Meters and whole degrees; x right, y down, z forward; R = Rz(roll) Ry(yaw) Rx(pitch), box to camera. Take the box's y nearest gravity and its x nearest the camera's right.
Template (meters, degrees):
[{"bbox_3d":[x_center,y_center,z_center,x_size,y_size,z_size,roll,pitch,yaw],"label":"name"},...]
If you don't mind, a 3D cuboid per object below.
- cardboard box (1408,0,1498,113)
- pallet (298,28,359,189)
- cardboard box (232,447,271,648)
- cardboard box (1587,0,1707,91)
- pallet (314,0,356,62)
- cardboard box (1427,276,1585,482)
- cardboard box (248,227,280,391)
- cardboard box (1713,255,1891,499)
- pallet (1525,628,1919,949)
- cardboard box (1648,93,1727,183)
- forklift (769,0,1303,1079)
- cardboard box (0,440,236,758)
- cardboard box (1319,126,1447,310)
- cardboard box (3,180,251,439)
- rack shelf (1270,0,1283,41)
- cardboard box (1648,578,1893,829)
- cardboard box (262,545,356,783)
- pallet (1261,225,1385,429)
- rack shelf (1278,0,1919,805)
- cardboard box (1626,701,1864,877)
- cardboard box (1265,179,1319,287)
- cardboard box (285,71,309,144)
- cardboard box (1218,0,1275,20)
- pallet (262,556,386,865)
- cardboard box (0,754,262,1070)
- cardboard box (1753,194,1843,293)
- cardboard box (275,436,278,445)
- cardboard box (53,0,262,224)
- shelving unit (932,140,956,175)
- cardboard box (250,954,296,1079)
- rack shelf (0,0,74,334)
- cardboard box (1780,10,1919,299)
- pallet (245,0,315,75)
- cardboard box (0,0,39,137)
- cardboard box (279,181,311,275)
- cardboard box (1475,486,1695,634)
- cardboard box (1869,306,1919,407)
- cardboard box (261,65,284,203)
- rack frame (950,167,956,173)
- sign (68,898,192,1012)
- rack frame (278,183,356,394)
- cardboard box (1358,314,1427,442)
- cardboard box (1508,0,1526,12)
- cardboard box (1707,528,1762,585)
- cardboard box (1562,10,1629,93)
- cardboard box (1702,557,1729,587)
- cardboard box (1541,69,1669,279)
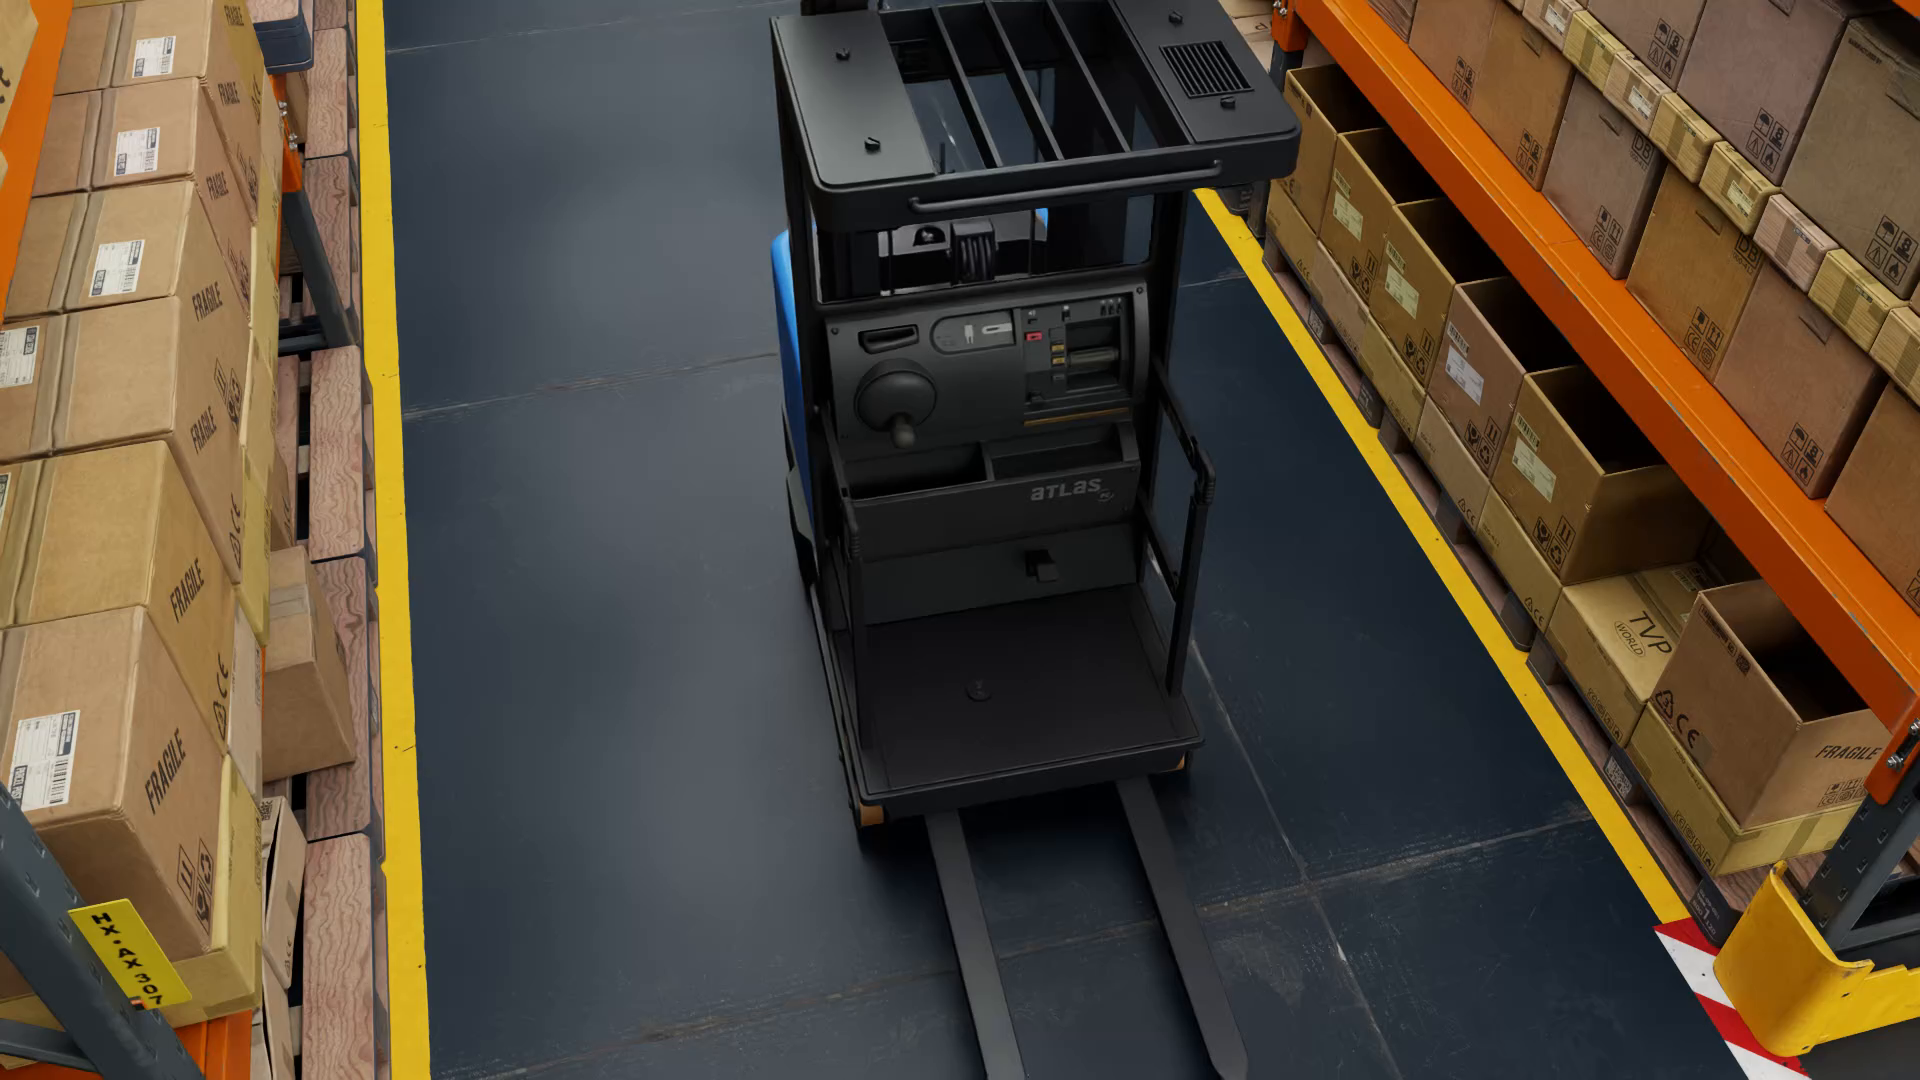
[{"bbox_3d":[2.082,-1.920,5.962,0.700,0.500,0.500,-11,47,-11],"label":"cardboard box"},{"bbox_3d":[-3.483,-2.050,8.112,1.003,0.211,1.213,-11,47,-10],"label":"pallet"},{"bbox_3d":[-2.032,0.058,4.184,0.500,0.250,0.500,-11,47,-11],"label":"cardboard box"},{"bbox_3d":[2.326,-1.698,4.835,0.700,0.500,0.500,-11,47,-10],"label":"cardboard box"},{"bbox_3d":[-3.792,-2.891,8.935,1.003,0.211,1.213,-11,47,-10],"label":"pallet"},{"bbox_3d":[2.023,-0.588,5.832,0.500,0.500,0.500,-11,47,-10],"label":"cardboard box"},{"bbox_3d":[-2.289,-0.638,4.866,0.500,0.250,0.500,-11,47,-11],"label":"cardboard box"},{"bbox_3d":[2.599,-0.513,4.583,0.700,0.500,0.500,-10,46,-9],"label":"cardboard box"},{"bbox_3d":[2.609,0.664,5.452,1.003,0.211,1.213,-11,47,-10],"label":"pallet"},{"bbox_3d":[2.230,-1.177,4.779,0.380,0.149,0.250,-10,46,-9],"label":"cardboard box"},{"bbox_3d":[0.135,-0.408,4.598,1.130,2.935,3.031,-9,46,-9],"label":"forklift"},{"bbox_3d":[-1.891,0.172,3.547,0.500,0.500,0.500,-11,47,-10],"label":"cardboard box"},{"bbox_3d":[1.773,-1.279,6.510,0.500,0.500,0.500,-11,47,-10],"label":"cardboard box"},{"bbox_3d":[-2.161,-0.540,4.245,0.500,0.500,0.500,-9,46,-9],"label":"cardboard box"},{"bbox_3d":[1.309,-3.683,8.262,1.077,0.370,4.000,-11,47,-10],"label":"rack shelf"},{"bbox_3d":[2.420,0.445,4.820,0.500,0.500,0.500,-11,47,-10],"label":"cardboard box"},{"bbox_3d":[-2.318,0.434,5.167,0.700,0.500,0.500,-13,47,-13],"label":"cardboard box"},{"bbox_3d":[1.984,-1.021,7.103,1.003,0.211,1.213,-11,47,-10],"label":"pallet"},{"bbox_3d":[2.333,-0.921,5.556,1.077,0.370,4.000,-11,47,-10],"label":"rack shelf"},{"bbox_3d":[2.422,0.707,5.088,0.500,0.250,0.500,-11,47,-10],"label":"cardboard box"},{"bbox_3d":[1.647,-1.363,7.116,0.500,0.250,0.500,-11,47,-10],"label":"cardboard box"},{"bbox_3d":[-3.443,-2.137,7.686,0.700,0.500,0.500,-10,46,-10],"label":"cardboard box"},{"bbox_3d":[1.301,-2.520,7.858,0.500,0.311,0.500,-10,46,-9],"label":"cardboard box"},{"bbox_3d":[-2.445,0.632,5.483,1.003,0.211,1.213,-11,47,-10],"label":"pallet"},{"bbox_3d":[-1.761,0.767,3.489,0.500,0.250,0.500,-12,47,-11],"label":"cardboard box"},{"bbox_3d":[2.367,-0.814,4.423,0.380,0.149,0.250,-10,46,-10],"label":"cardboard box"},{"bbox_3d":[-2.801,-0.444,6.260,0.380,0.166,0.250,-16,48,-15],"label":"cardboard box"},{"bbox_3d":[-2.413,-1.249,4.940,0.500,0.500,0.500,-11,47,-11],"label":"cardboard box"},{"bbox_3d":[-0.153,-0.936,6.327,0.258,1.200,0.189,-9,46,-9],"label":"shelving unit"},{"bbox_3d":[-2.033,1.409,4.343,0.500,0.311,0.500,-16,48,-15],"label":"cardboard box"},{"bbox_3d":[-2.455,-1.063,3.595,1.077,0.370,4.000,-11,47,-10],"label":"rack shelf"},{"bbox_3d":[2.584,-1.004,4.156,0.700,0.500,0.500,-12,47,-11],"label":"cardboard box"},{"bbox_3d":[-3.022,-2.132,6.374,1.003,0.211,1.213,-11,47,-10],"label":"pallet"},{"bbox_3d":[-2.026,-0.987,2.933,0.500,0.500,0.500,-9,46,-8],"label":"cardboard box"},{"bbox_3d":[-3.171,-1.429,6.993,0.700,0.500,0.500,-9,46,-9],"label":"cardboard box"},{"bbox_3d":[2.153,0.019,5.762,0.500,0.250,0.500,-11,47,-10],"label":"cardboard box"},{"bbox_3d":[2.495,-0.463,4.080,0.380,0.149,0.250,-10,46,-9],"label":"cardboard box"},{"bbox_3d":[-2.552,-1.328,5.542,0.500,0.250,0.500,-11,47,-10],"label":"cardboard box"},{"bbox_3d":[-0.133,-0.872,6.265,0.240,1.200,0.006,-9,46,-9],"label":"rack frame"},{"bbox_3d":[-1.418,0.714,2.844,0.100,0.325,0.005,-11,47,-10],"label":"sign"},{"bbox_3d":[-2.967,-1.645,5.762,1.000,3.000,0.127,-11,47,-10],"label":"rack frame"},{"bbox_3d":[1.893,-0.670,6.438,0.500,0.250,0.500,-11,47,-10],"label":"cardboard box"},{"bbox_3d":[1.965,-1.890,5.477,0.380,0.149,0.250,-12,47,-12],"label":"cardboard box"},{"bbox_3d":[2.793,0.005,5.251,0.500,0.500,0.500,-11,47,-10],"label":"cardboard box"},{"bbox_3d":[2.103,-1.526,5.121,0.380,0.149,0.250,-11,47,-11],"label":"cardboard box"},{"bbox_3d":[2.791,0.268,5.518,0.500,0.250,0.500,-11,47,-10],"label":"cardboard box"},{"bbox_3d":[2.339,-1.220,5.275,0.700,0.500,0.500,-9,46,-9],"label":"cardboard box"}]
